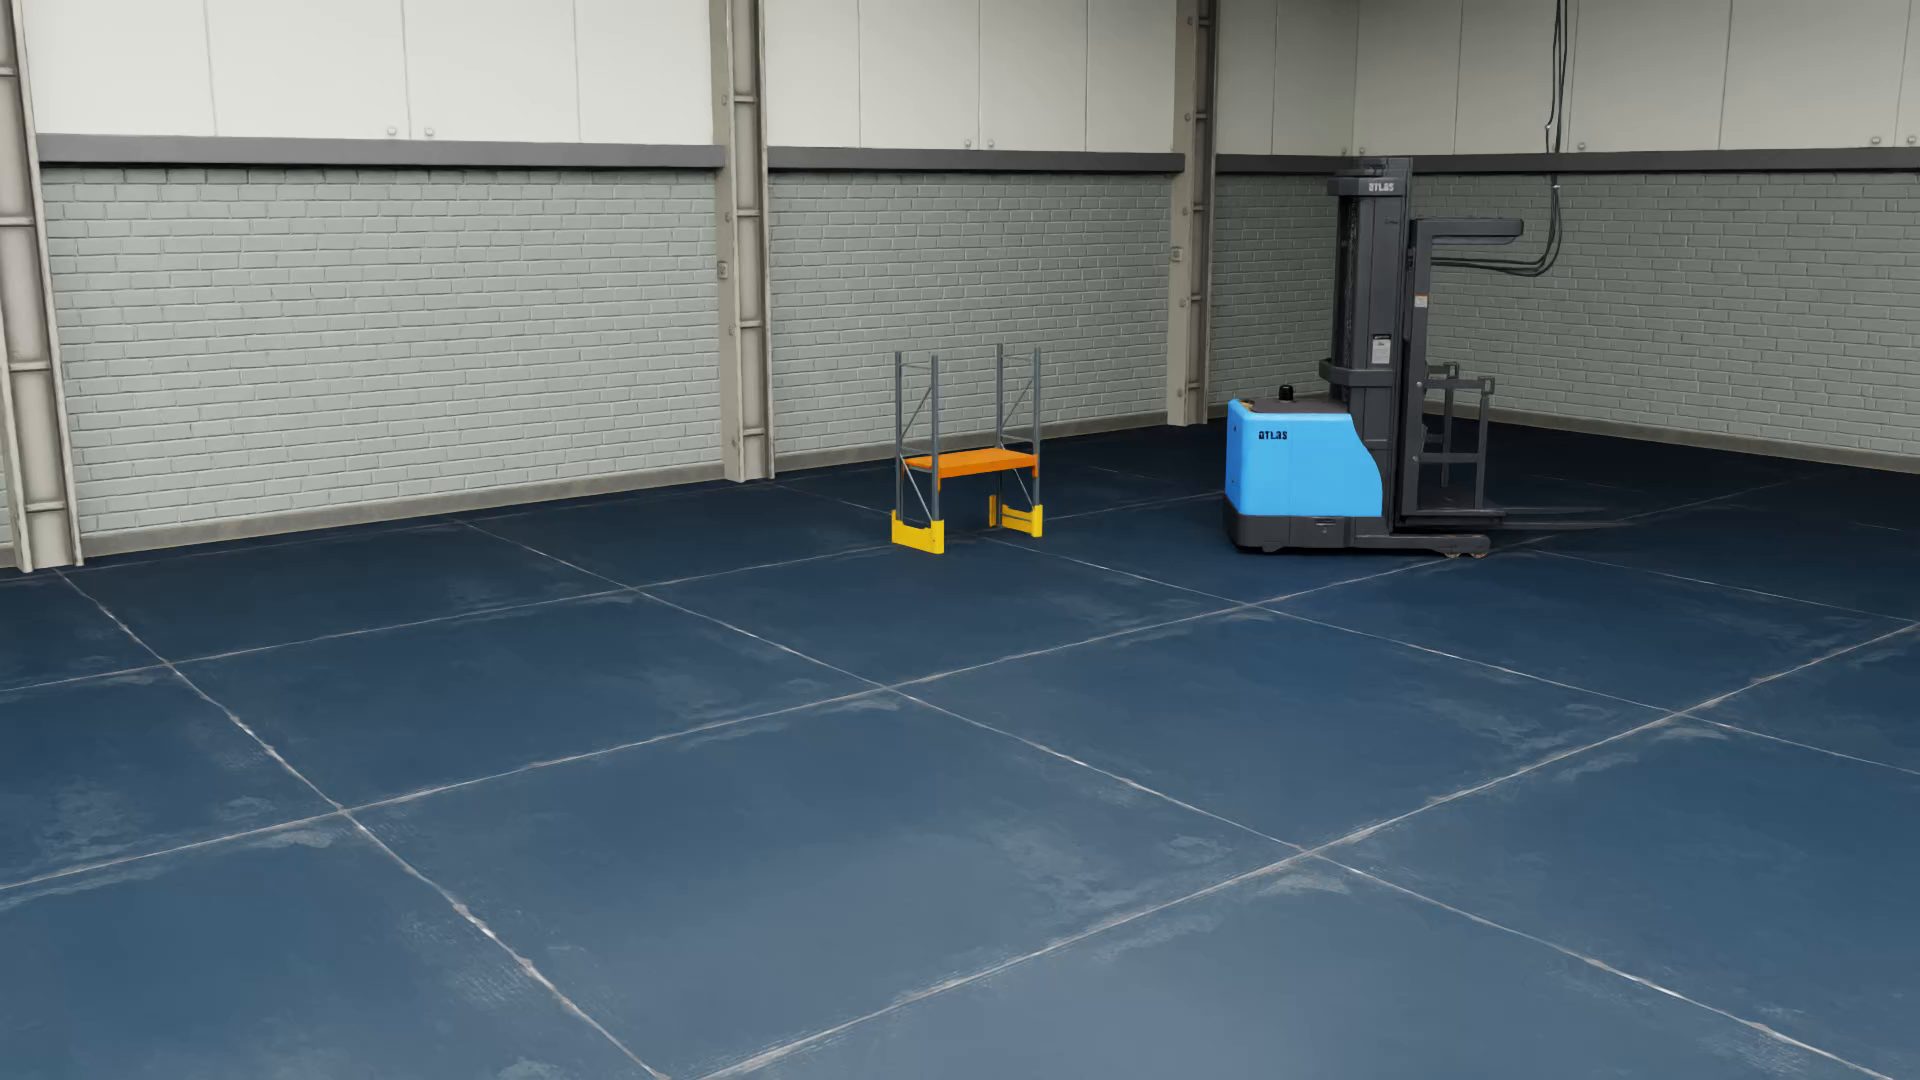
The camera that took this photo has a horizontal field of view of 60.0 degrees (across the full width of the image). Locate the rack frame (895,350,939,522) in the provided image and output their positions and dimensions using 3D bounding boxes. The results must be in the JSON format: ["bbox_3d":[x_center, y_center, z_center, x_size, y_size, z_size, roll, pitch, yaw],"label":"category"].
[{"bbox_3d":[-0.330,-0.679,12.714,0.032,1.500,0.500,-9,15,-38],"label":"rack frame"}]

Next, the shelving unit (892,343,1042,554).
[{"bbox_3d":[0.060,-0.744,13.020,1.083,1.500,0.587,-9,15,-38],"label":"shelving unit"}]

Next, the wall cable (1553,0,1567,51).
[{"bbox_3d":[7.483,-6.453,17.171,0.112,2.526,3.097,-9,15,-38],"label":"wall cable"}]

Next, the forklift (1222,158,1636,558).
[{"bbox_3d":[3.629,-1.413,12.726,3.031,2.935,1.130,0,12,2],"label":"forklift"}]

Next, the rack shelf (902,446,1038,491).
[{"bbox_3d":[0.067,-0.569,13.062,1.000,0.185,0.538,-9,15,-38],"label":"rack shelf"}]

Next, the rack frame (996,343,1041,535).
[{"bbox_3d":[0.464,-0.811,13.336,0.032,1.500,0.500,-9,15,-38],"label":"rack frame"}]

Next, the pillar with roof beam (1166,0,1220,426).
[{"bbox_3d":[5.356,-5.074,15.361,0.400,9.000,9.100,-9,15,-38],"label":"pillar with roof beam"}]

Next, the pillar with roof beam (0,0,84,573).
[{"bbox_3d":[-4.014,-3.517,8.028,0.400,9.000,9.100,-9,15,-38],"label":"pillar with roof beam"}]

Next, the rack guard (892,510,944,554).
[{"bbox_3d":[-0.329,-0.068,12.845,0.087,0.250,0.587,-9,15,-38],"label":"rack guard"}]

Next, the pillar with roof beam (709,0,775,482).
[{"bbox_3d":[0.671,-4.296,11.694,0.400,9.000,9.100,-9,15,-38],"label":"pillar with roof beam"}]

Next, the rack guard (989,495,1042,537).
[{"bbox_3d":[0.448,-0.197,13.454,0.087,0.250,0.587,-9,15,-38],"label":"rack guard"}]

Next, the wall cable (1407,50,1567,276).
[{"bbox_3d":[5.793,-4.421,19.762,0.112,2.526,3.097,-9,15,-38],"label":"wall cable"}]
